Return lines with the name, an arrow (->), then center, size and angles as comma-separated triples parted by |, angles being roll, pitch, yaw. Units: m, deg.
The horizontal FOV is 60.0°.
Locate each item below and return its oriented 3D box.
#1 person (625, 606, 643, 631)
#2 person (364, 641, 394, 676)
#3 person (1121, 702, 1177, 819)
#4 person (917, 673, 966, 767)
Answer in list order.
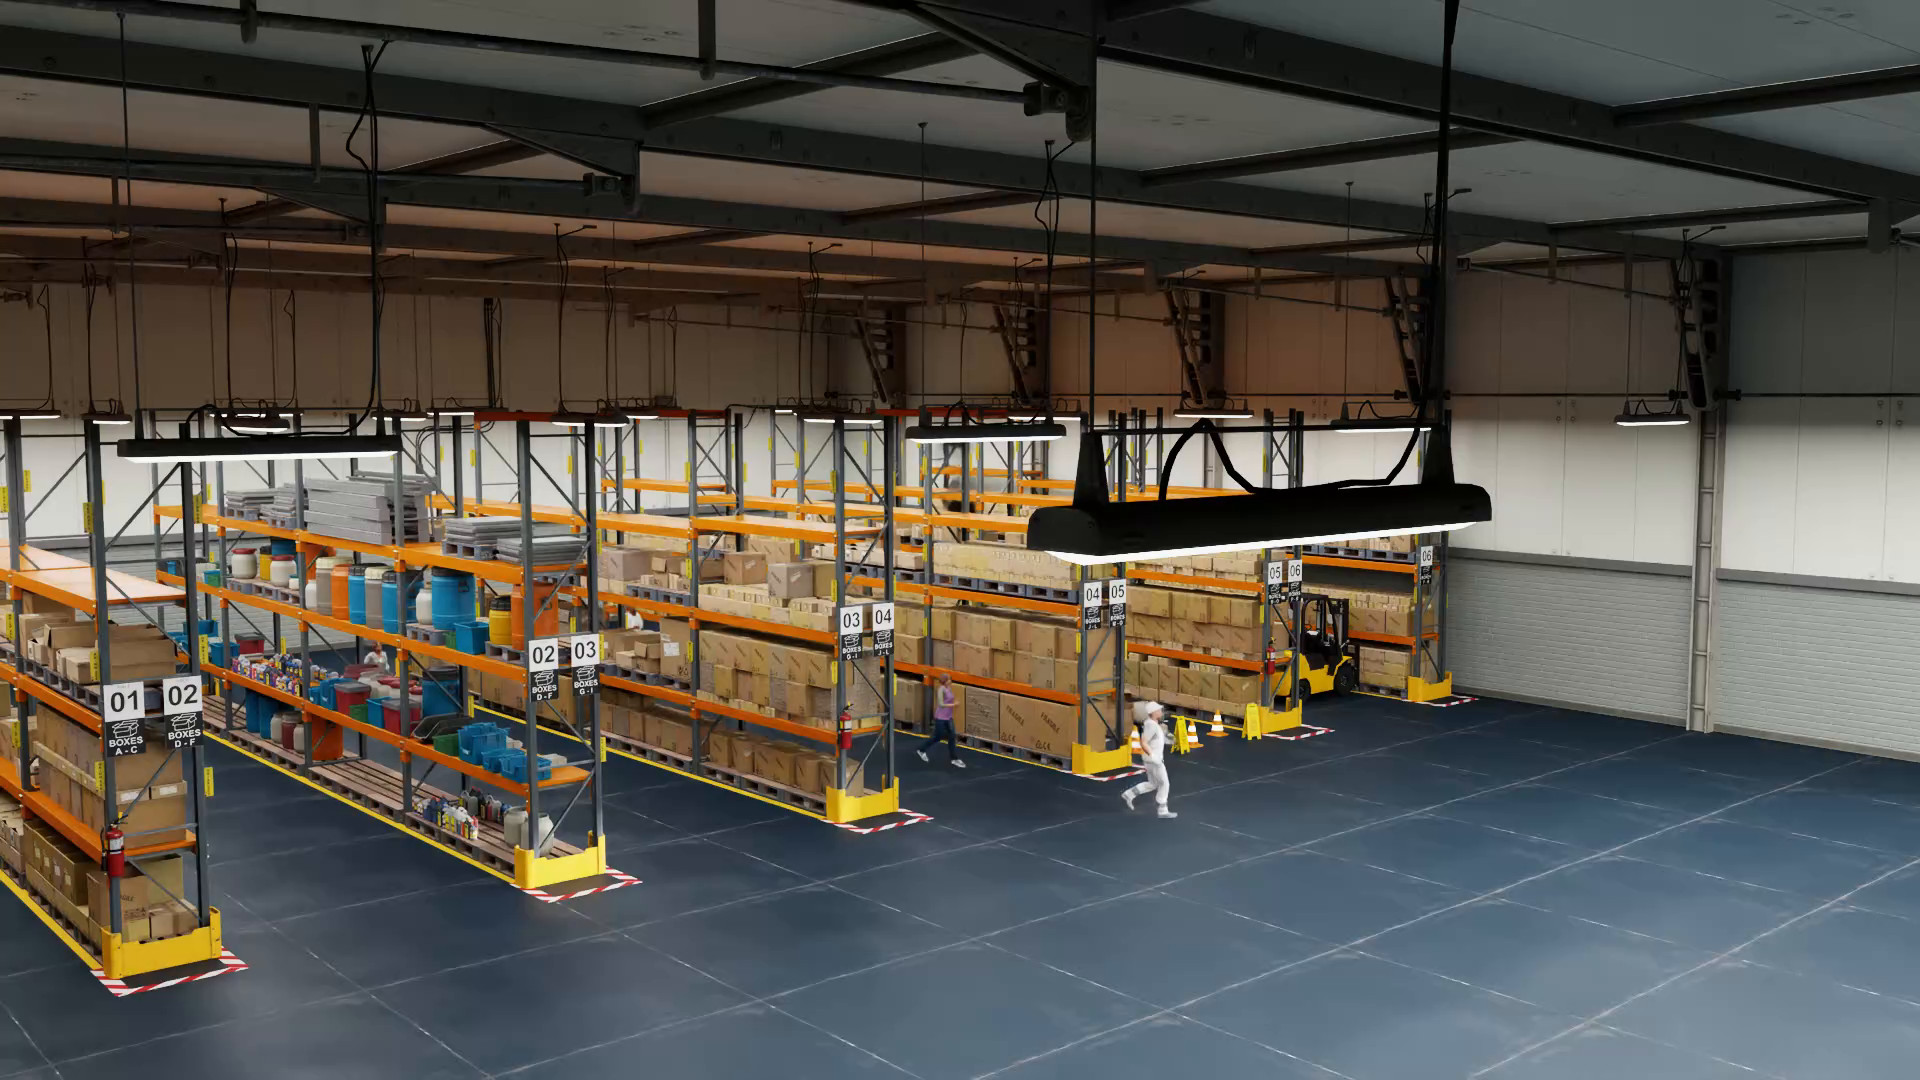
person -> -7.197, 2.211, 36.626 | 0.912, 1.788, 0.689 | 4, 6, 39
person -> -11.420, 2.717, 32.470 | 0.680, 1.562, 0.525 | 5, 7, 42
person -> 2.823, 3.274, 24.735 | 0.841, 1.763, 0.660 | 0, 5, 1
person -> -0.310, 3.031, 28.205 | 0.890, 1.593, 0.534 | 2, 5, 24
